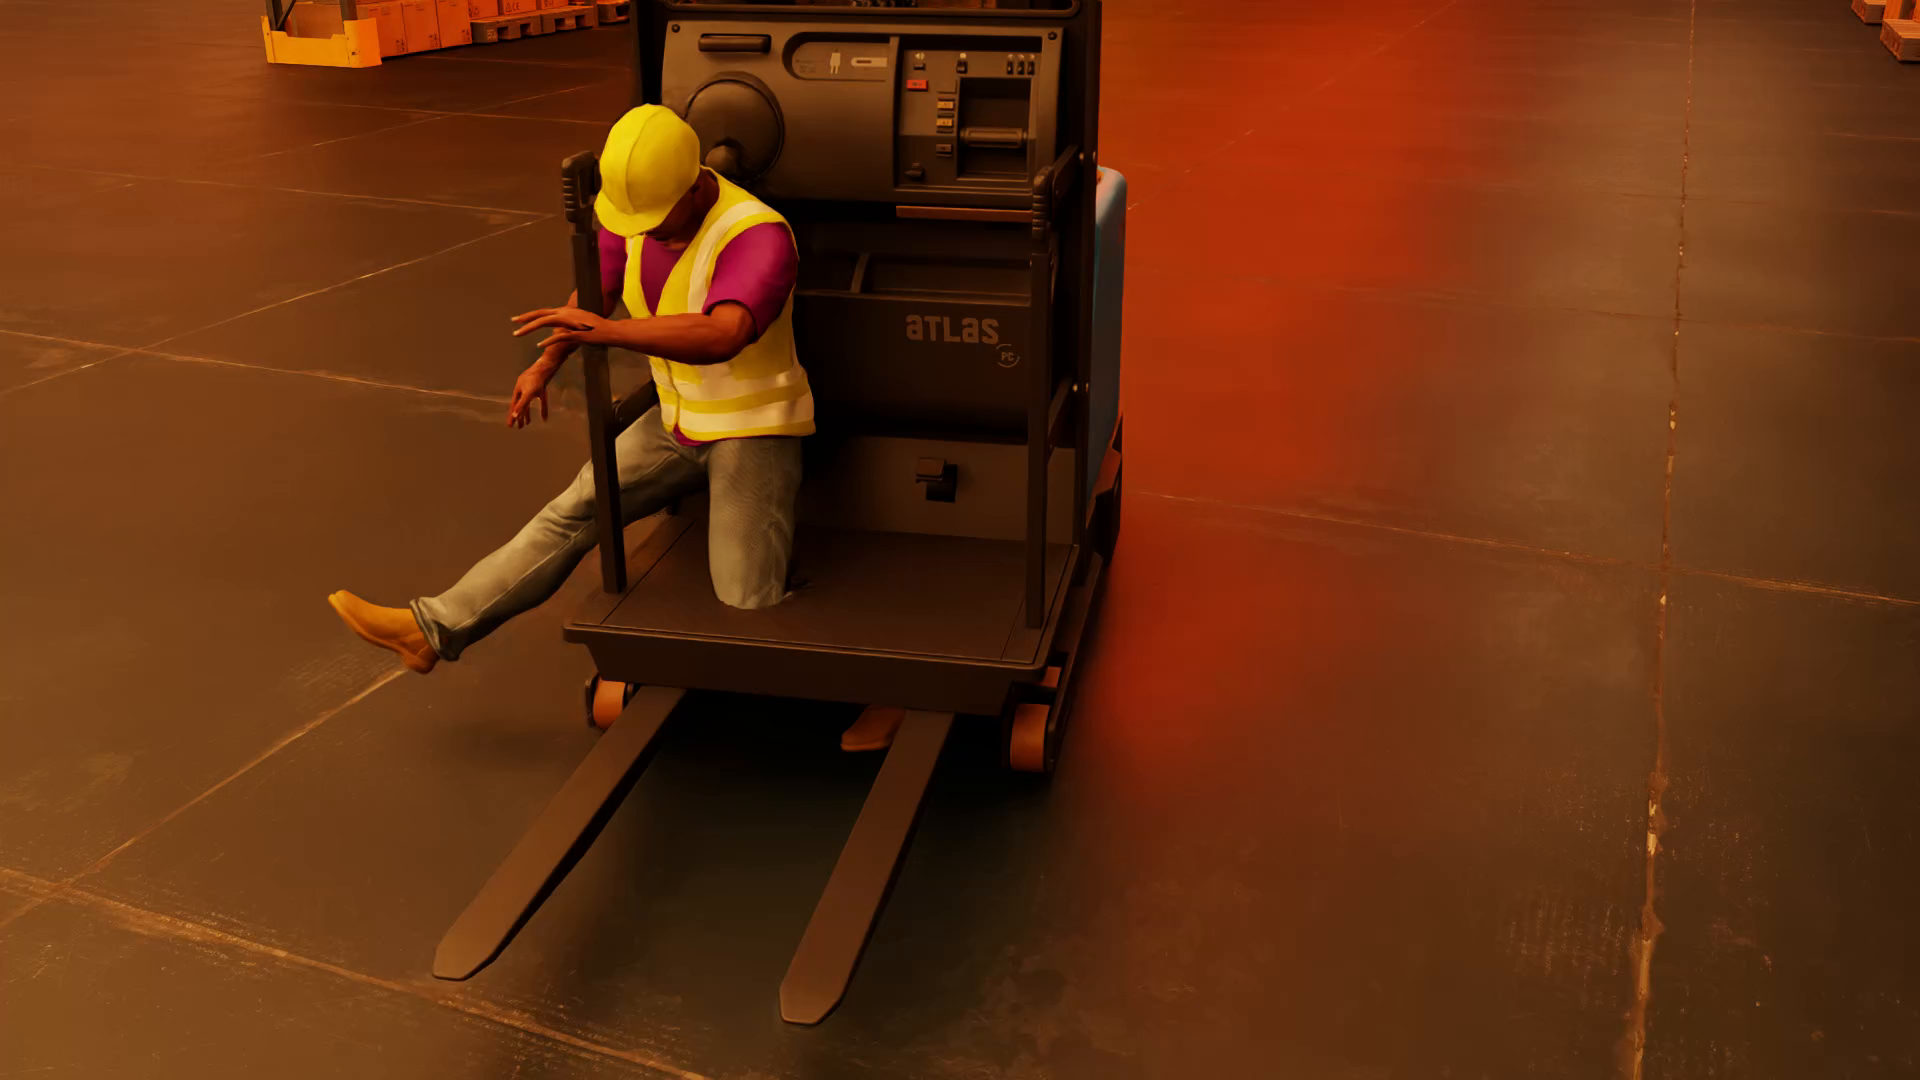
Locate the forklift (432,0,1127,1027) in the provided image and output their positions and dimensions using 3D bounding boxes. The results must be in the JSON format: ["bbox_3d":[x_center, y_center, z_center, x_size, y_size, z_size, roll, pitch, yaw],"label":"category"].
[{"bbox_3d":[-0.270,-0.969,3.611,1.130,2.935,3.031,4,23,10],"label":"forklift"}]

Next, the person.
[{"bbox_3d":[-0.779,-0.235,3.779,1.161,1.484,1.022,-17,28,-36],"label":"person"}]
